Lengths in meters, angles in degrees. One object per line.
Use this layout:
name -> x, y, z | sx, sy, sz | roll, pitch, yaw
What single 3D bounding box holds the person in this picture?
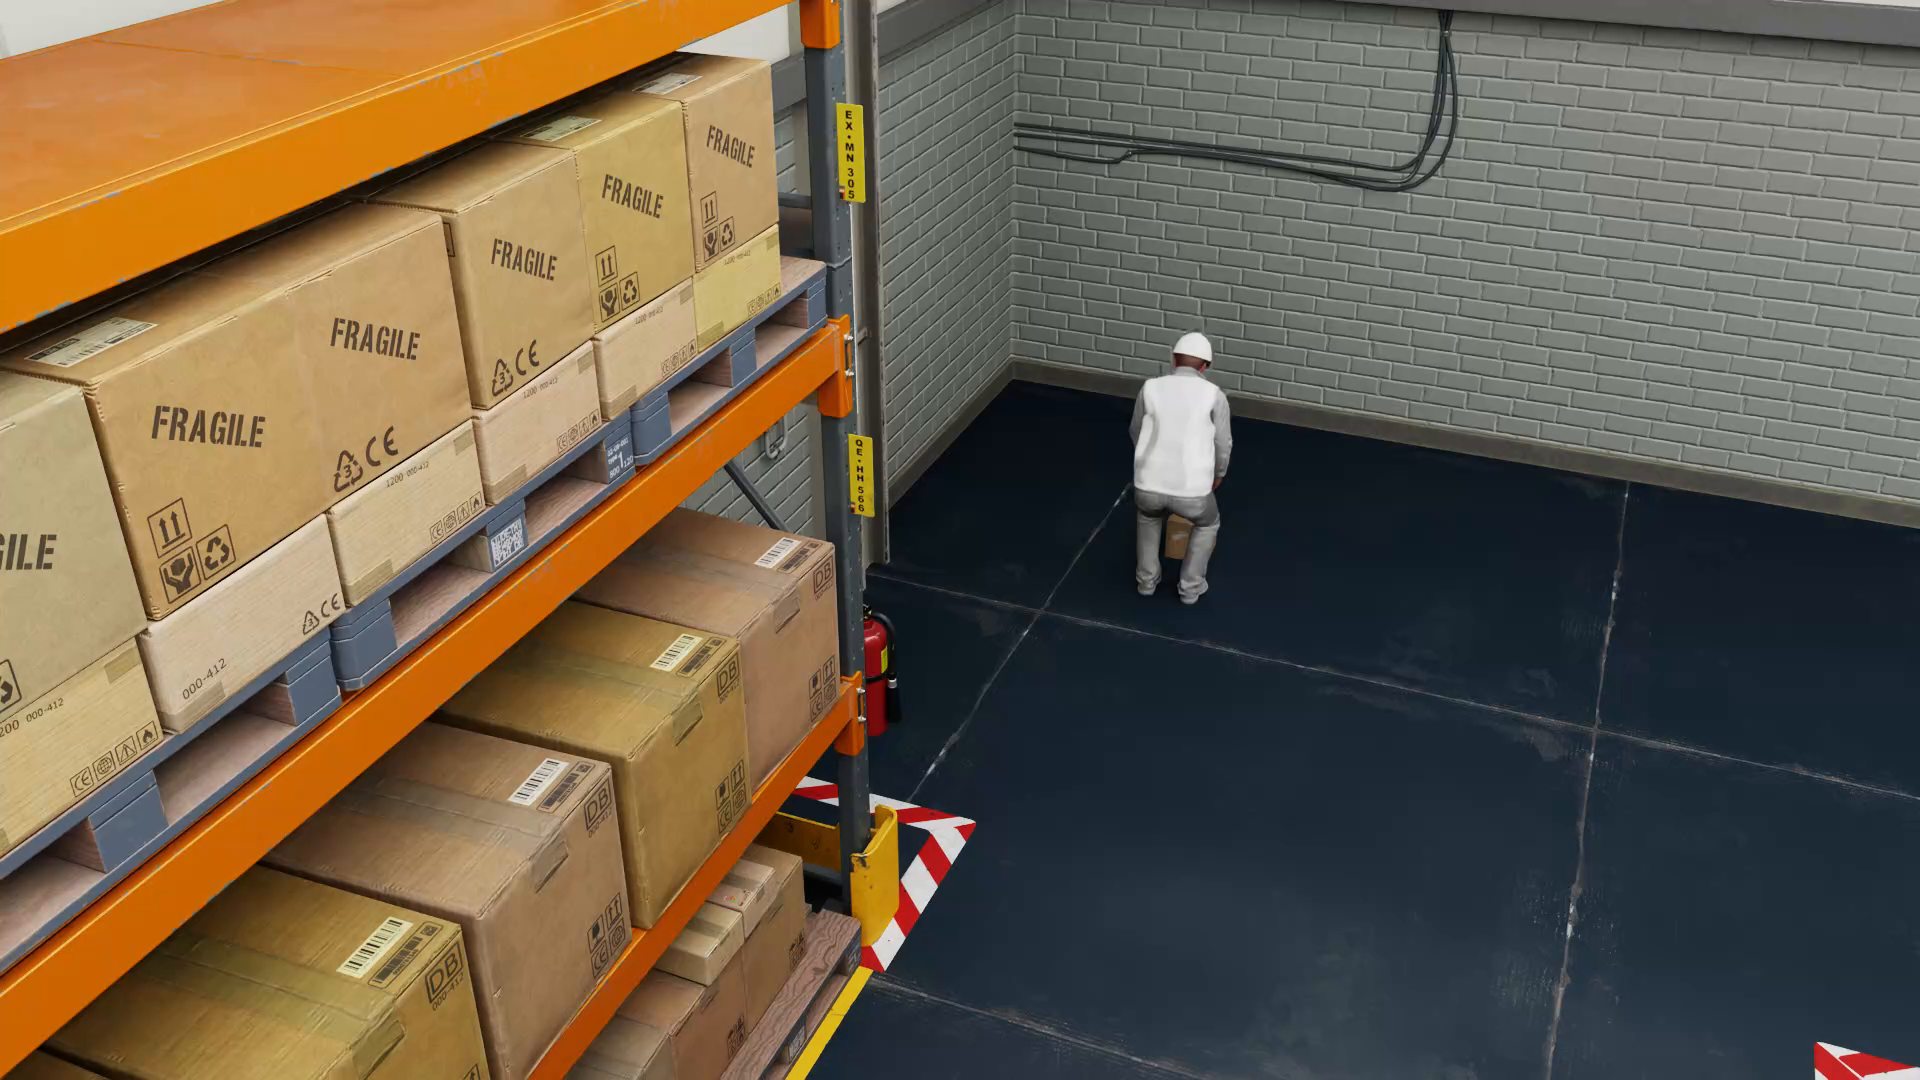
person -> 1.231, -0.384, 9.360 | 0.546, 1.478, 0.734 | 11, 31, 19
